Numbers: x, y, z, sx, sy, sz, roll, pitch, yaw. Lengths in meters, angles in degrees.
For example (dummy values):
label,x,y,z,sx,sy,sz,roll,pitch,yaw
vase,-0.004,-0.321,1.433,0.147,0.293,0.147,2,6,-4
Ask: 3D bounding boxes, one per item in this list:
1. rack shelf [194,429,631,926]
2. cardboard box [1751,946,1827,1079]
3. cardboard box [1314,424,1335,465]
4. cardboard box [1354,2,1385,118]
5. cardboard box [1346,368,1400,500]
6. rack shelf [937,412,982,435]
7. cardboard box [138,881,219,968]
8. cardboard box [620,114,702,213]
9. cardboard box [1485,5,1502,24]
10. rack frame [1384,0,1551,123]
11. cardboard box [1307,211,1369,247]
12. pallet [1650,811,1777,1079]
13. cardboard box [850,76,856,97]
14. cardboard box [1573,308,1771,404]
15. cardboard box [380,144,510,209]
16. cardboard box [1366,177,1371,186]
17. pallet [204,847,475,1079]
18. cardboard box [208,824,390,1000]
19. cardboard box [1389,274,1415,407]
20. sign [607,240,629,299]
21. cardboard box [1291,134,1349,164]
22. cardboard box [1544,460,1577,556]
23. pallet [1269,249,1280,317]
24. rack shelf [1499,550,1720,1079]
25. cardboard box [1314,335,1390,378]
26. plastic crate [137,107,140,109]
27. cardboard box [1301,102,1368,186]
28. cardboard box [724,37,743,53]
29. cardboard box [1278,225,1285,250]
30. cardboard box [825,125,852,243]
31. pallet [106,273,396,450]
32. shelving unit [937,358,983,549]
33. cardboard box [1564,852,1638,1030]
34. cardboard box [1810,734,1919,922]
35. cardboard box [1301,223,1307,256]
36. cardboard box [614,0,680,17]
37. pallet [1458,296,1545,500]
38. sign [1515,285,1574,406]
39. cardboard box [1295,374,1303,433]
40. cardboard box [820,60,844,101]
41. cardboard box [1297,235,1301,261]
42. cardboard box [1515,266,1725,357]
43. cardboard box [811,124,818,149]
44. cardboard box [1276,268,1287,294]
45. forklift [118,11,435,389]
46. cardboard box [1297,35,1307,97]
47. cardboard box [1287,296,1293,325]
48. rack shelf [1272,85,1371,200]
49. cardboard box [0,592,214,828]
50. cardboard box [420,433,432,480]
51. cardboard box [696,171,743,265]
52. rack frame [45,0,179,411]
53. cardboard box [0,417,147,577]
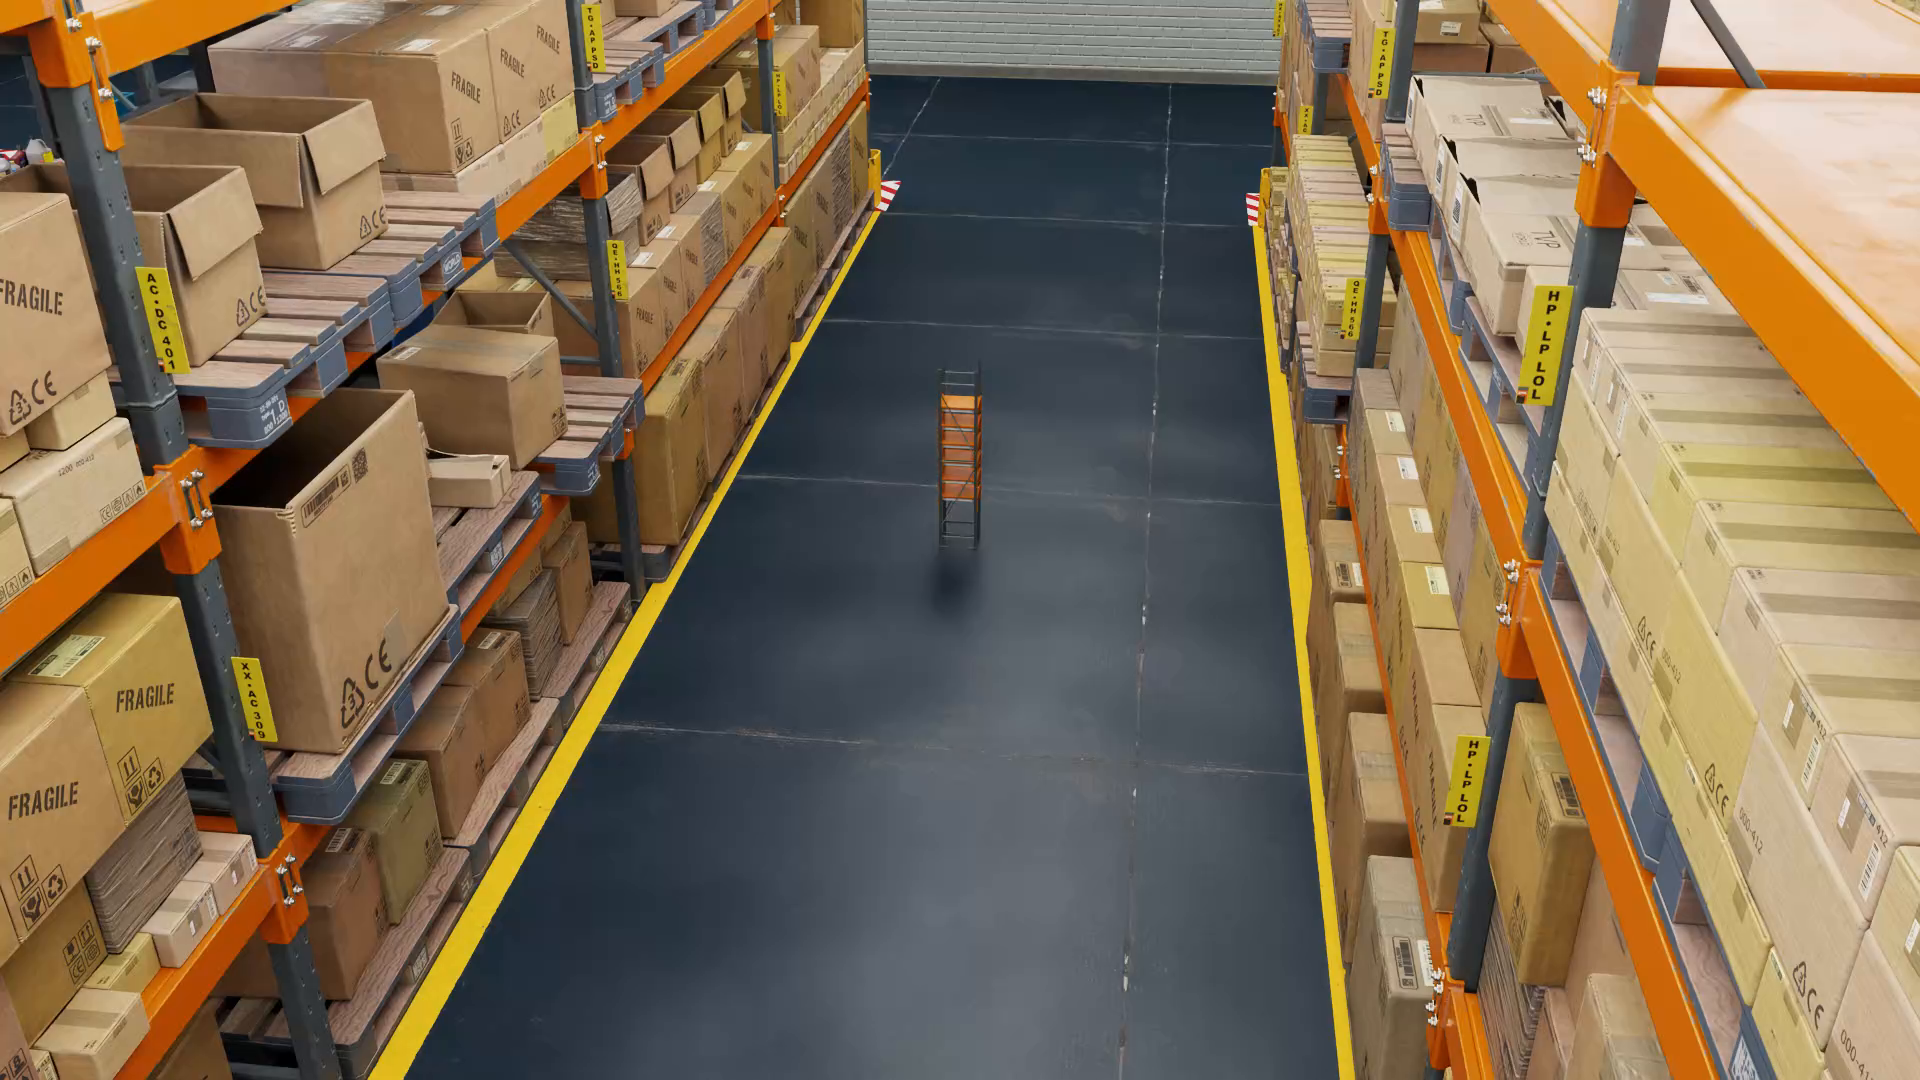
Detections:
label,x,y,z,sx,sy,sz,roll,pitch,yaw
rack shelf,-2.625,0.256,7.662,1.077,0.370,4.000,3,28,6
cardboard box,1.442,0.767,2.510,0.380,0.149,0.250,4,29,7
cardboard box,2.405,-0.656,9.999,0.500,0.250,0.500,4,29,7
cardboard box,2.396,-2.550,8.845,0.500,0.500,0.500,3,28,6
cardboard box,2.207,-0.514,8.229,0.500,0.500,0.500,4,29,7
rack shelf,-0.002,-0.694,10.152,0.258,0.103,0.180,3,28,6
cardboard box,-2.645,1.227,5.367,0.380,0.149,0.250,3,28,6
cardboard box,-2.116,-2.453,10.770,0.797,0.503,0.637,4,29,8
cardboard box,2.917,-2.785,8.473,0.396,0.266,0.258,3,28,6
rack frame,2.530,-3.307,7.193,1.000,3.000,0.127,3,28,6
cardboard box,2.296,-1.868,10.042,0.380,0.149,0.250,5,29,9
pallet,1.778,0.892,2.654,1.003,0.211,1.213,3,28,6
cardboard box,-1.179,-4.229,15.494,0.380,0.149,0.250,3,29,6
cardboard box,1.658,-0.422,3.875,0.380,0.149,0.250,4,29,7
cardboard box,-2.306,-1.548,7.248,0.500,0.250,0.500,4,29,8
cardboard box,3.318,-2.807,12.855,0.380,0.149,0.250,2,28,4
pallet,-2.776,1.742,7.086,1.003,0.211,1.213,3,28,6
cardboard box,-2.773,1.500,6.767,0.700,0.500,0.500,1,28,2
cardboard box,2.465,-0.940,7.964,0.700,0.500,0.500,3,28,6
sign,-1.840,-1.450,8.933,0.100,0.325,0.005,3,28,6
cardboard box,2.516,-2.726,11.635,0.380,0.149,0.250,5,29,9
cardboard box,1.658,-0.070,4.064,0.380,0.149,0.250,3,28,5
pallet,3.215,-2.215,14.432,1.003,0.211,1.213,3,28,6
rack shelf,1.795,1.154,2.833,1.077,0.370,4.000,3,28,6
cardboard box,2.135,-0.999,9.056,0.380,0.149,0.250,4,29,7
plastic crate,-6.935,-3.620,14.326,0.437,0.125,0.590,3,28,6
cardboard box,2.799,-2.968,12.470,0.500,0.500,0.500,3,28,6
cardboard box,-2.033,-3.747,13.389,0.500,0.500,0.500,4,29,7
cardboard box,2.893,-2.541,14.033,0.380,0.149,0.250,2,28,4
cardboard box,-1.510,-3.283,15.270,0.875,0.875,0.875,3,28,6
pallet,-2.689,-0.641,5.605,1.213,0.211,1.003,3,28,6
shelving unit,-0.002,-0.521,10.245,0.258,1.200,0.189,3,28,6
cardboard box,2.009,1.113,4.017,0.875,0.550,0.550,3,28,6
cardboard box,1.441,0.414,2.325,0.380,0.149,0.250,4,29,7
cardboard box,2.326,-1.859,10.339,0.380,0.149,0.250,3,28,5
cardboard box,-2.151,-3.516,10.191,0.797,0.503,0.637,3,28,6
pallet,2.104,-0.454,5.261,0.805,0.209,1.217,2,28,4
sign,1.500,-0.497,4.262,0.100,0.325,0.005,3,28,6
cardboard box,2.603,-1.052,11.525,0.500,0.500,0.500,5,29,8
cardboard box,-1.321,-4.111,14.854,0.500,0.250,0.500,2,28,4
cardboard box,2.361,-1.850,10.635,0.380,0.149,0.250,3,28,5
cardboard box,1.968,-0.608,4.956,0.500,0.250,0.500,4,29,7
cardboard box,-1.398,-3.386,13.929,0.380,0.149,0.250,3,28,5
cardboard box,2.857,-2.170,13.971,0.380,0.149,0.250,3,28,6
forklift,-4.485,-1.779,10.754,1.130,2.935,3.031,3,28,5
cardboard box,2.868,-3.645,12.671,0.500,0.500,0.500,2,28,5
cardboard box,2.743,-1.776,12.926,0.380,0.149,0.250,4,29,7
rack shelf,3.265,-3.174,14.029,1.077,0.370,4.000,3,28,6
cardboard box,-2.652,0.494,4.990,0.500,0.500,0.500,3,28,6
cardboard box,-2.749,-0.171,7.145,0.797,0.503,0.637,6,29,11
cardboard box,-1.801,-2.214,11.383,0.500,0.500,0.500,3,28,6
rack frame,-2.870,-1.760,4.321,1.000,3.000,0.127,3,28,6
cardboard box,-2.667,-0.144,4.642,0.500,0.250,0.500,4,29,8
